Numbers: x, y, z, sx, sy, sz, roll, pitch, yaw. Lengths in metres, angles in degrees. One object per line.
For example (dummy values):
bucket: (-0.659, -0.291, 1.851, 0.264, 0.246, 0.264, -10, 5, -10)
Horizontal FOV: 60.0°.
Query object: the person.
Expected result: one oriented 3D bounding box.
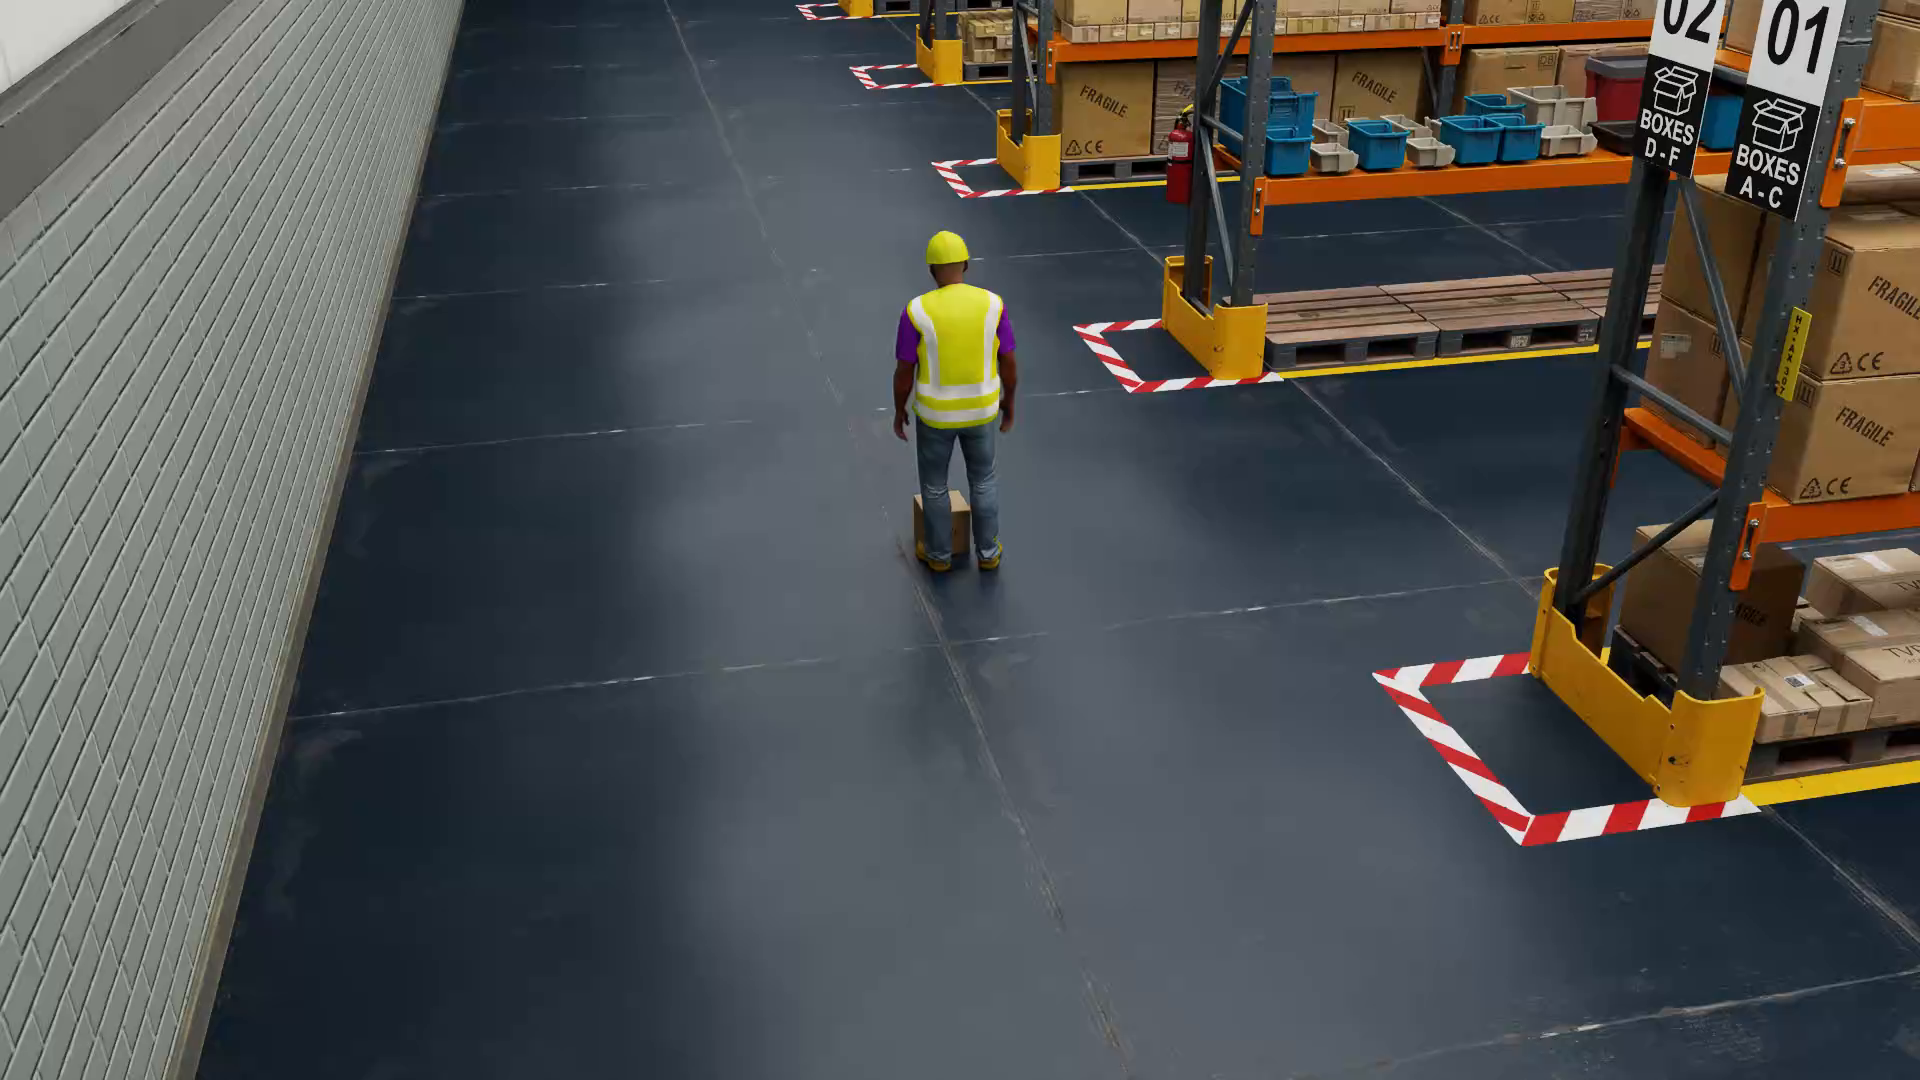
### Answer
person: (-0.027, -0.663, 8.291, 0.628, 1.760, 0.459, -6, 27, -11)
